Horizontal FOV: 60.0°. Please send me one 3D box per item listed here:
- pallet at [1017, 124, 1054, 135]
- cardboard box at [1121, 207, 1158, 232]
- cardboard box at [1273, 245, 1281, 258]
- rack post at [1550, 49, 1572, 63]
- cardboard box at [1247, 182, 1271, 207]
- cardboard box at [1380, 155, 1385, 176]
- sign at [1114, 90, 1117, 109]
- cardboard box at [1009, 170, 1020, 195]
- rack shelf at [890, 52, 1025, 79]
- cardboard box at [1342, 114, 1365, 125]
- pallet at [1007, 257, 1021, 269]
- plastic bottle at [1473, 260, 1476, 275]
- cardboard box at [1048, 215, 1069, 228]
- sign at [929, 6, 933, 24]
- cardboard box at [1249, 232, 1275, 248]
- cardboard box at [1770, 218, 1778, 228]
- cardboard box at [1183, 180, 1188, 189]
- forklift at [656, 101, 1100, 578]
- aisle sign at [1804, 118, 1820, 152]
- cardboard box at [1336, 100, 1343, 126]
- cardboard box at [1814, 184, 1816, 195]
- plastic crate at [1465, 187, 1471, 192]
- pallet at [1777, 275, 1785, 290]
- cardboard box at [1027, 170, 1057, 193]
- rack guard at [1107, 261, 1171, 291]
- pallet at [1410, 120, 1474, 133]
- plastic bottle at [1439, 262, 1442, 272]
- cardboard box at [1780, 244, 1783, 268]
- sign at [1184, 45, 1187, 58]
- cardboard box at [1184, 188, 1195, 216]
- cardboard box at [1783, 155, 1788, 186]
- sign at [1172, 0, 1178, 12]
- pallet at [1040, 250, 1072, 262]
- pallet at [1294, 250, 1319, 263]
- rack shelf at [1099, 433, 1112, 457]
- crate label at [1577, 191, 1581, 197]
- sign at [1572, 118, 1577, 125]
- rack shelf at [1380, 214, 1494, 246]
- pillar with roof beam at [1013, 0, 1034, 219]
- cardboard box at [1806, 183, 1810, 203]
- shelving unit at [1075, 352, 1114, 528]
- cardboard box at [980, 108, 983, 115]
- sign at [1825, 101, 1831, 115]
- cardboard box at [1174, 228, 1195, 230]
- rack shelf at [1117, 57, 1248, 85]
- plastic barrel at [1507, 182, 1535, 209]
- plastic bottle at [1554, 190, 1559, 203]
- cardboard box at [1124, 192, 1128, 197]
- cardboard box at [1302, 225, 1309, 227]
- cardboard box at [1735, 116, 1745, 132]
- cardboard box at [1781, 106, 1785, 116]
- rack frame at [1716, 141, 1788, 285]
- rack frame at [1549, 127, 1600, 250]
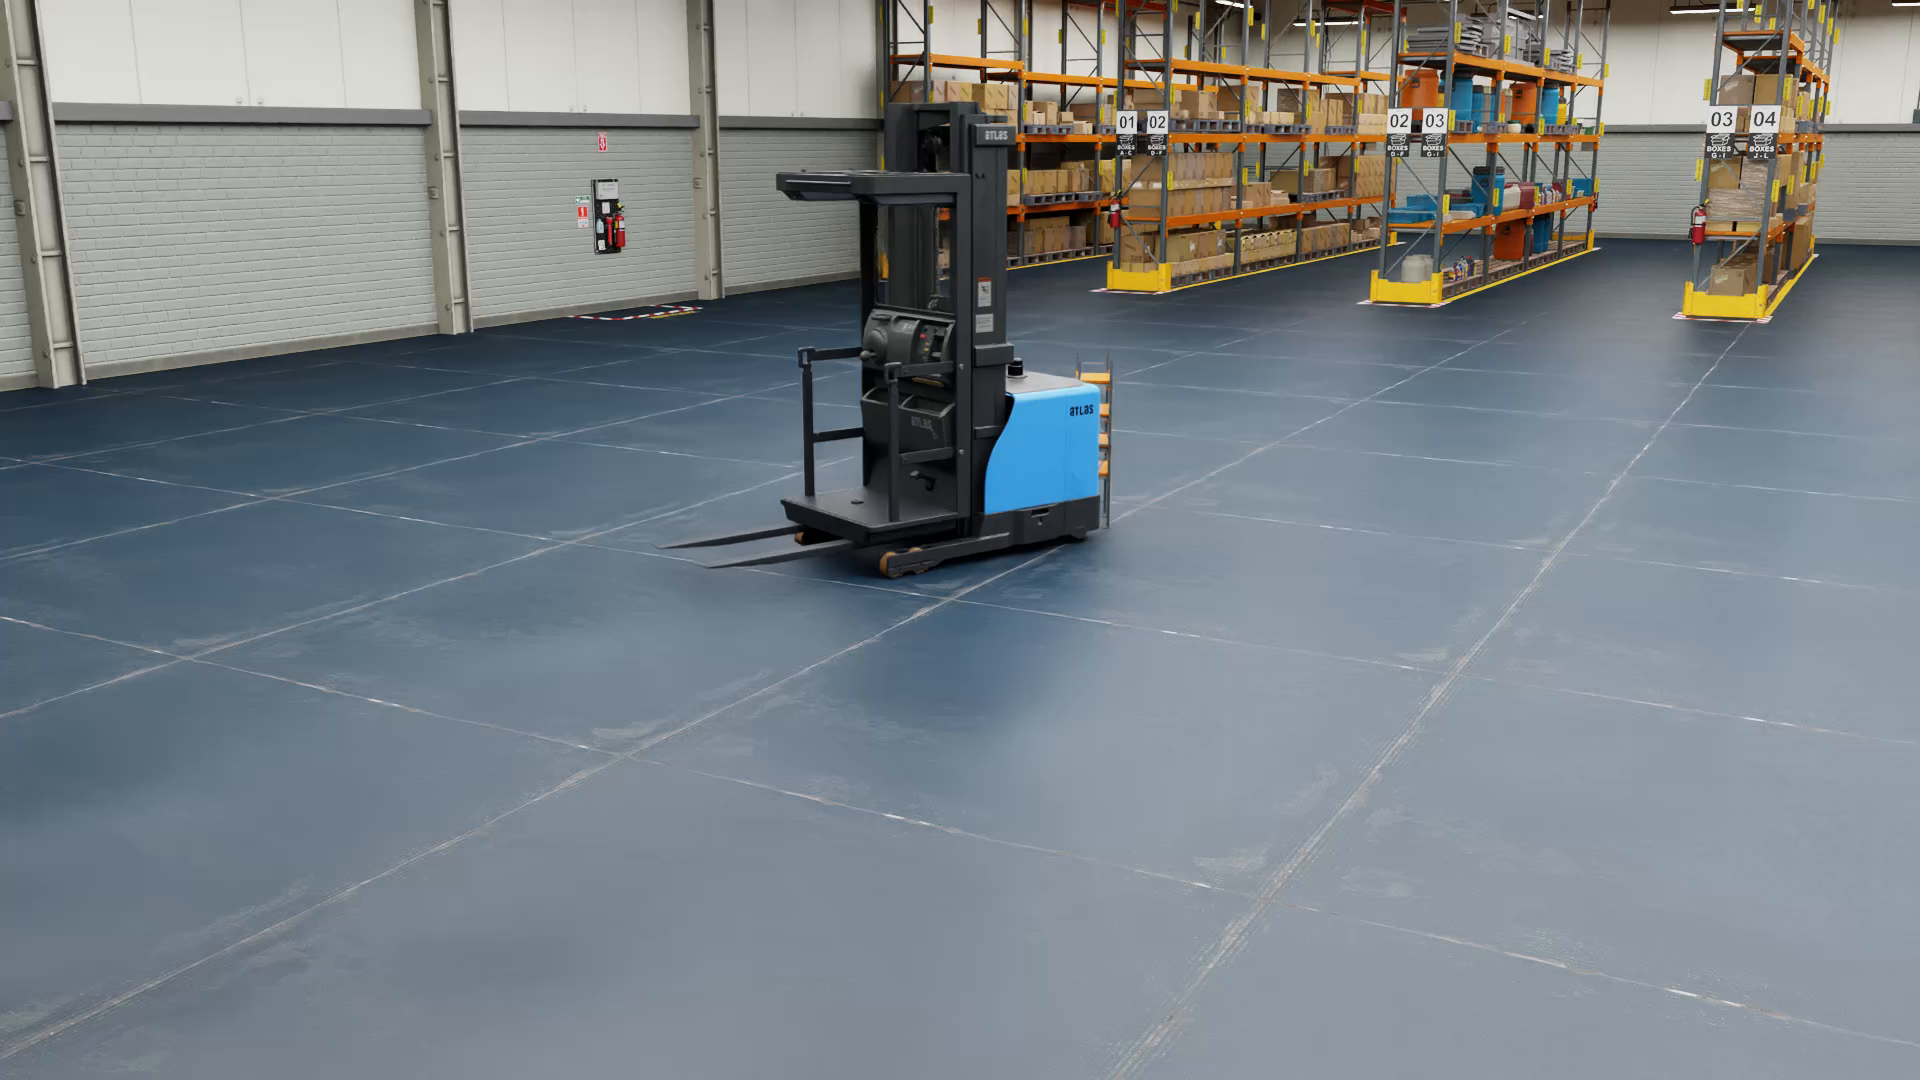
[{"bbox_3d":[1.300,-8.962,36.307,1.213,0.211,1.003,7,15,28],"label":"pallet"},{"bbox_3d":[4.575,-8.133,42.557,0.750,0.750,0.750,8,15,29],"label":"cardboard box"},{"bbox_3d":[6.648,-6.263,36.084,0.500,0.250,0.500,8,16,29],"label":"cardboard box"},{"bbox_3d":[13.014,-10.710,36.917,0.937,0.300,0.954,7,15,27],"label":"rack post"},{"bbox_3d":[6.384,-7.443,35.793,0.500,0.500,0.500,6,15,25],"label":"cardboard box"},{"bbox_3d":[10.583,-9.583,42.538,0.500,0.500,0.500,8,16,30],"label":"cardboard box"},{"bbox_3d":[2.845,-8.014,30.253,0.100,0.325,0.005,7,15,28],"label":"sign"},{"bbox_3d":[0.951,-7.650,35.541,0.500,0.500,0.500,7,15,28],"label":"cardboard box"},{"bbox_3d":[-0.058,-9.635,33.841,1.077,0.370,4.000,7,15,28],"label":"rack shelf"},{"bbox_3d":[9.567,-10.261,40.549,0.500,0.250,0.500,7,15,28],"label":"cardboard box"},{"bbox_3d":[0.615,-5.983,35.900,1.003,0.211,1.213,7,15,28],"label":"pallet"},{"bbox_3d":[9.637,-5.115,31.207,0.061,0.283,0.133,8,16,31],"label":"plastic bottle"},{"bbox_3d":[2.209,-7.401,38.626,0.500,0.250,0.500,8,16,29],"label":"cardboard box"},{"bbox_3d":[-0.550,-10.007,31.680,0.100,0.325,0.005,7,15,28],"label":"sign"},{"bbox_3d":[6.407,-6.432,35.587,0.500,0.311,0.500,8,16,30],"label":"cardboard box"},{"bbox_3d":[13.140,-5.182,27.164,0.380,0.149,0.250,7,15,28],"label":"cardboard box"},{"bbox_3d":[4.062,-6.676,31.228,0.380,0.149,0.250,7,15,27],"label":"cardboard box"},{"bbox_3d":[-0.506,-1.321,10.761,3.031,2.935,1.130,-10,17,-36],"label":"forklift"},{"bbox_3d":[20.015,-9.503,39.005,0.394,0.787,0.004,7,15,28],"label":"aisle sign"},{"bbox_3d":[8.806,-10.226,39.826,0.600,0.600,0.600,6,15,23],"label":"cardboard box"},{"bbox_3d":[19.470,-8.097,38.404,0.500,0.250,0.500,7,15,27],"label":"cardboard box"},{"bbox_3d":[10.466,-6.913,33.670,0.402,0.464,0.583,7,15,28],"label":"plastic crate"},{"bbox_3d":[14.881,-4.852,31.210,1.003,0.211,1.213,7,15,28],"label":"pallet"},{"bbox_3d":[1.752,-8.096,37.562,0.700,0.500,0.500,10,17,36],"label":"cardboard box"},{"bbox_3d":[3.301,-4.879,30.705,1.175,0.500,0.348,7,15,28],"label":"rack guard"},{"bbox_3d":[8.133,-7.062,28.430,1.003,0.211,1.213,7,15,28],"label":"pallet"},{"bbox_3d":[8.954,-5.149,31.204,0.144,0.351,0.185,7,15,28],"label":"plastic bottle"},{"bbox_3d":[15.544,-5.476,32.243,0.700,0.500,0.500,6,15,25],"label":"cardboard box"},{"bbox_3d":[6.227,-13.454,45.808,0.100,0.325,0.005,7,15,28],"label":"sign"},{"bbox_3d":[4.045,-6.452,31.681,0.700,0.500,0.500,7,15,28],"label":"cardboard box"},{"bbox_3d":[13.457,-6.147,27.650,0.500,0.500,0.500,7,15,28],"label":"cardboard box"},{"bbox_3d":[3.796,-9.482,29.335,0.100,0.325,0.005,7,15,28],"label":"sign"},{"bbox_3d":[1.872,-6.536,38.193,1.003,0.211,1.213,7,15,28],"label":"pallet"},{"bbox_3d":[7.574,-6.534,38.185,1.003,0.211,1.213,7,15,28],"label":"pallet"},{"bbox_3d":[0.957,-0.662,12.008,0.258,0.148,0.480,1,14,2],"label":"rack shelf"},{"bbox_3d":[14.880,-8.415,40.474,0.396,0.136,0.243,7,15,28],"label":"crate label"},{"bbox_3d":[13.929,-9.399,37.700,0.100,0.325,0.005,7,15,28],"label":"sign"},{"bbox_3d":[8.614,-5.598,29.887,1.077,0.370,4.000,7,15,28],"label":"rack shelf"},{"bbox_3d":[5.225,-10.561,36.139,9.100,9.000,0.400,7,15,28],"label":"pillar with roof beam"},{"bbox_3d":[17.797,-7.360,35.447,0.500,0.500,0.500,7,15,28],"label":"cardboard box"},{"bbox_3d":[0.957,-0.728,11.993,0.258,1.200,0.503,1,14,2],"label":"shelving unit"},{"bbox_3d":[0.134,-8.542,33.908,0.500,0.500,0.500,8,16,31],"label":"cardboard box"},{"bbox_3d":[20.186,-10.044,38.677,0.100,0.325,0.005,7,15,28],"label":"sign"},{"bbox_3d":[4.514,-5.989,33.345,0.500,0.500,0.500,7,15,28],"label":"cardboard box"},{"bbox_3d":[4.280,-8.882,31.562,1.077,0.370,4.000,7,15,28],"label":"rack shelf"},{"bbox_3d":[11.556,-7.115,34.356,0.600,0.536,0.708,7,15,28],"label":"plastic barrel"},{"bbox_3d":[13.541,-7.821,37.840,0.152,0.276,0.135,7,15,28],"label":"plastic bottle"},{"bbox_3d":[3.936,-8.546,41.074,0.380,0.149,0.250,7,15,28],"label":"cardboard box"},{"bbox_3d":[7.926,-7.172,39.278,0.500,0.500,0.500,7,15,26],"label":"cardboard box"},{"bbox_3d":[11.994,-6.489,25.969,0.500,0.250,0.500,8,16,29],"label":"cardboard box"},{"bbox_3d":[12.529,-6.628,25.693,0.380,0.149,0.250,8,16,29],"label":"cardboard box"},{"bbox_3d":[13.917,-5.797,29.177,1.000,3.000,0.127,7,15,28],"label":"rack frame"},{"bbox_3d":[15.382,-8.820,41.717,1.000,3.000,0.127,7,15,28],"label":"rack frame"}]
